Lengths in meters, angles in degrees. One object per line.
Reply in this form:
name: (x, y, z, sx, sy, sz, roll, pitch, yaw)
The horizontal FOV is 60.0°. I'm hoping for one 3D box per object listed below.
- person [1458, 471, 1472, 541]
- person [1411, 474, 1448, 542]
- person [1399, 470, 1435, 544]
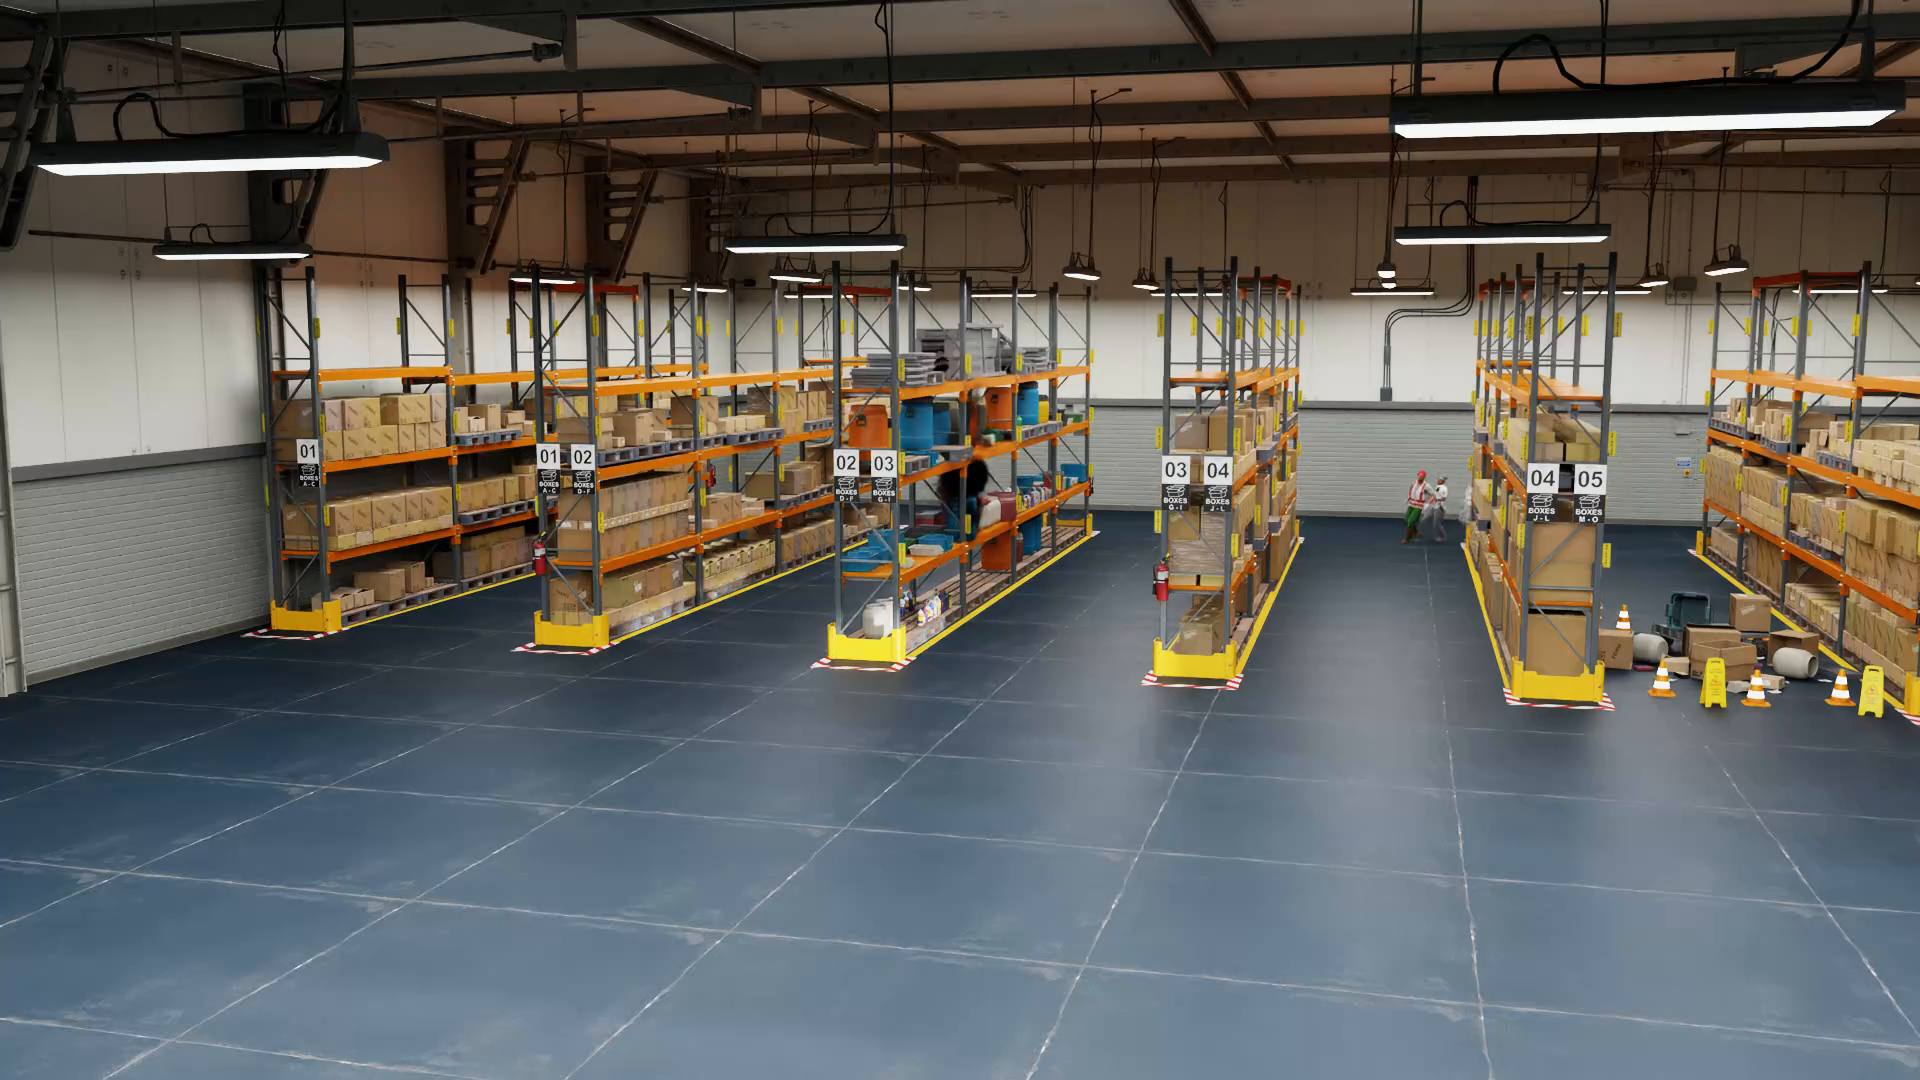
person: (12.028, -0.817, 39.079, 0.560, 1.723, 0.675, -1, 7, -7)
person: (11.137, -0.744, 39.084, 0.811, 1.640, 0.684, -1, 7, -12)
person: (10.675, -0.763, 38.682, 0.789, 1.736, 0.736, -7, 10, -42)
